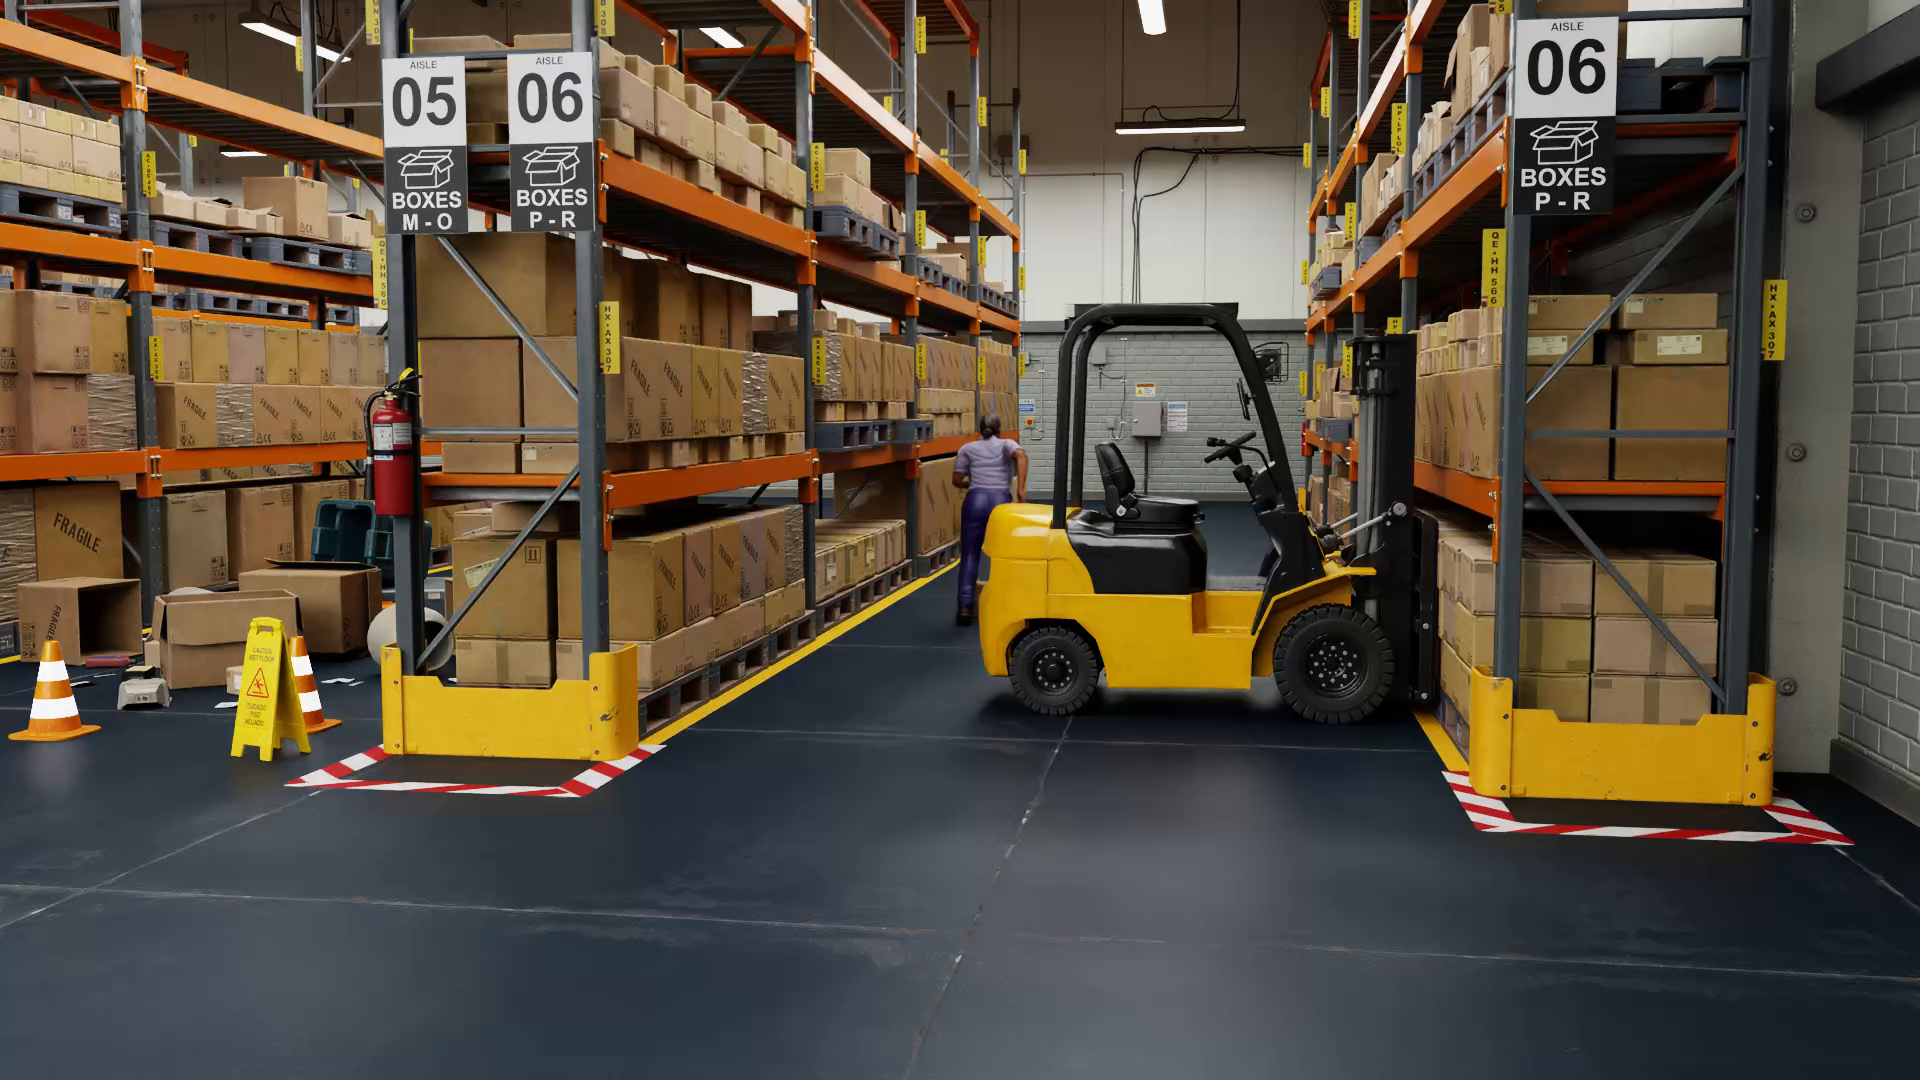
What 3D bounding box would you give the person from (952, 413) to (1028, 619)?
[{"bbox_3d":[0.227,-0.190,12.709,0.599,1.561,0.914,0,5,4],"label":"person"}]
